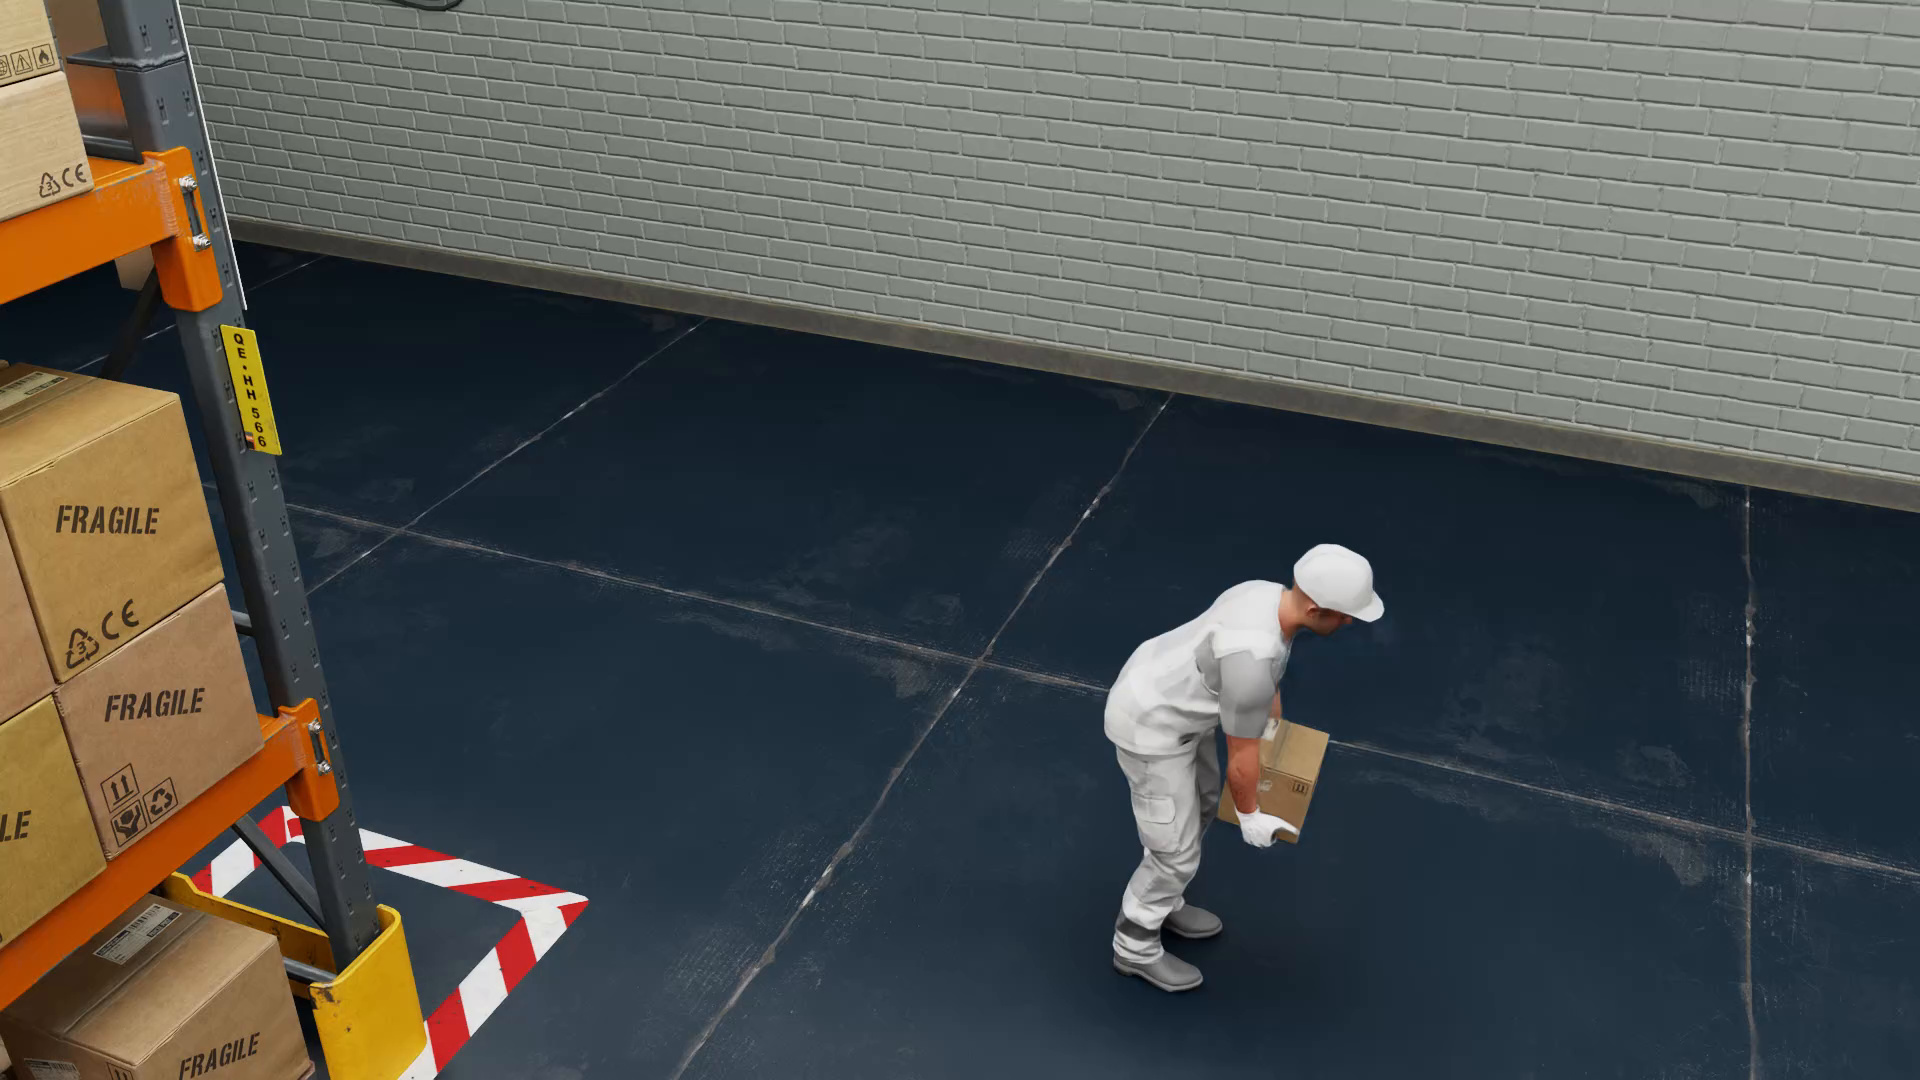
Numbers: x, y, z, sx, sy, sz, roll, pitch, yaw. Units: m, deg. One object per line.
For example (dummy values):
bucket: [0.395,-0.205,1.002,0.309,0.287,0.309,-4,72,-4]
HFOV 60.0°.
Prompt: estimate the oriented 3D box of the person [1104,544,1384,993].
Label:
person: [0.825,0.680,5.081,0.770,1.603,0.485,11,31,18]
